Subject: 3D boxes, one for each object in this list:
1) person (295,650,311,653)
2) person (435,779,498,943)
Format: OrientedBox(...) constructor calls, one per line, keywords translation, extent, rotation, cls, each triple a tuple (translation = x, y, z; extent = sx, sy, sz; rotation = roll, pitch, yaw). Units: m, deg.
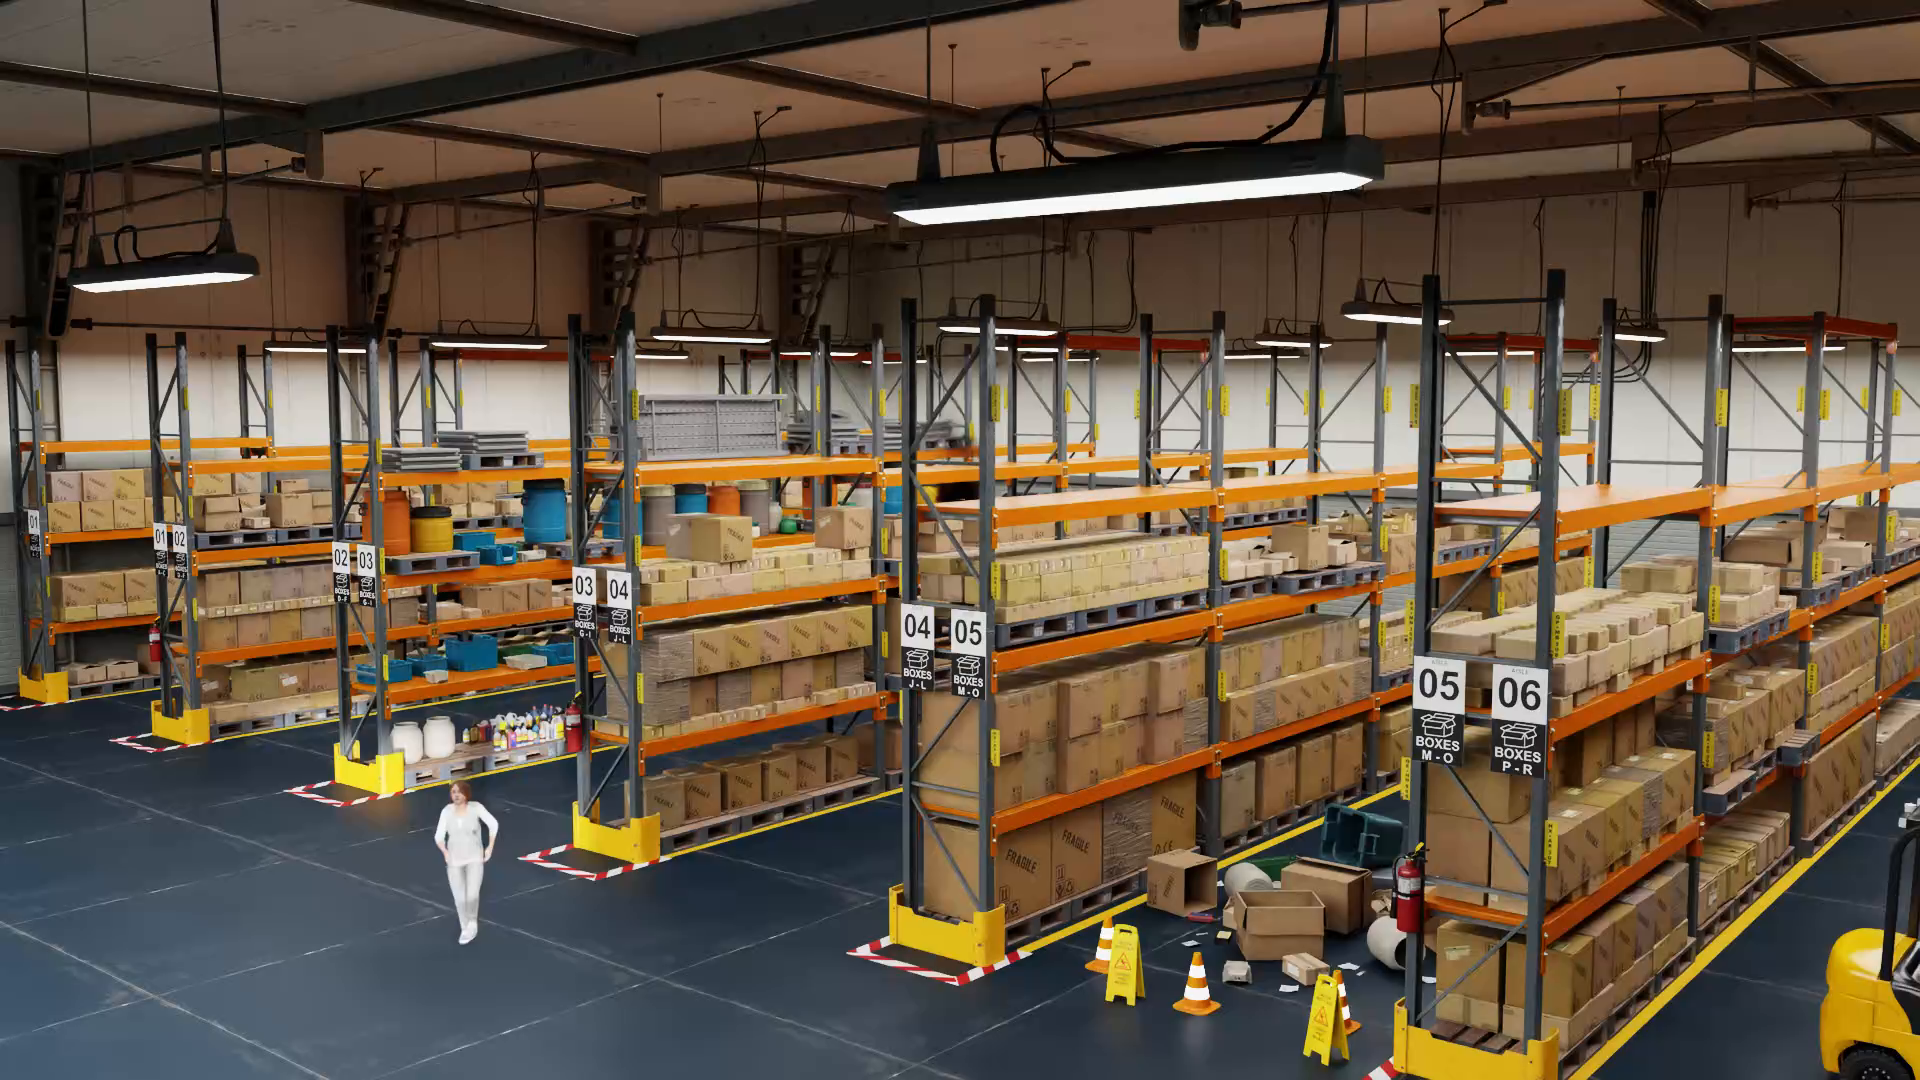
OrientedBox(translation=(-11.109, 1.821, 28.031), extent=(0.612, 1.648, 0.555), rotation=(4, 6, 37), cls="person")
OrientedBox(translation=(-4.595, 3.002, 15.445), extent=(0.553, 1.555, 0.540), rotation=(-1, 5, -7), cls="person")
